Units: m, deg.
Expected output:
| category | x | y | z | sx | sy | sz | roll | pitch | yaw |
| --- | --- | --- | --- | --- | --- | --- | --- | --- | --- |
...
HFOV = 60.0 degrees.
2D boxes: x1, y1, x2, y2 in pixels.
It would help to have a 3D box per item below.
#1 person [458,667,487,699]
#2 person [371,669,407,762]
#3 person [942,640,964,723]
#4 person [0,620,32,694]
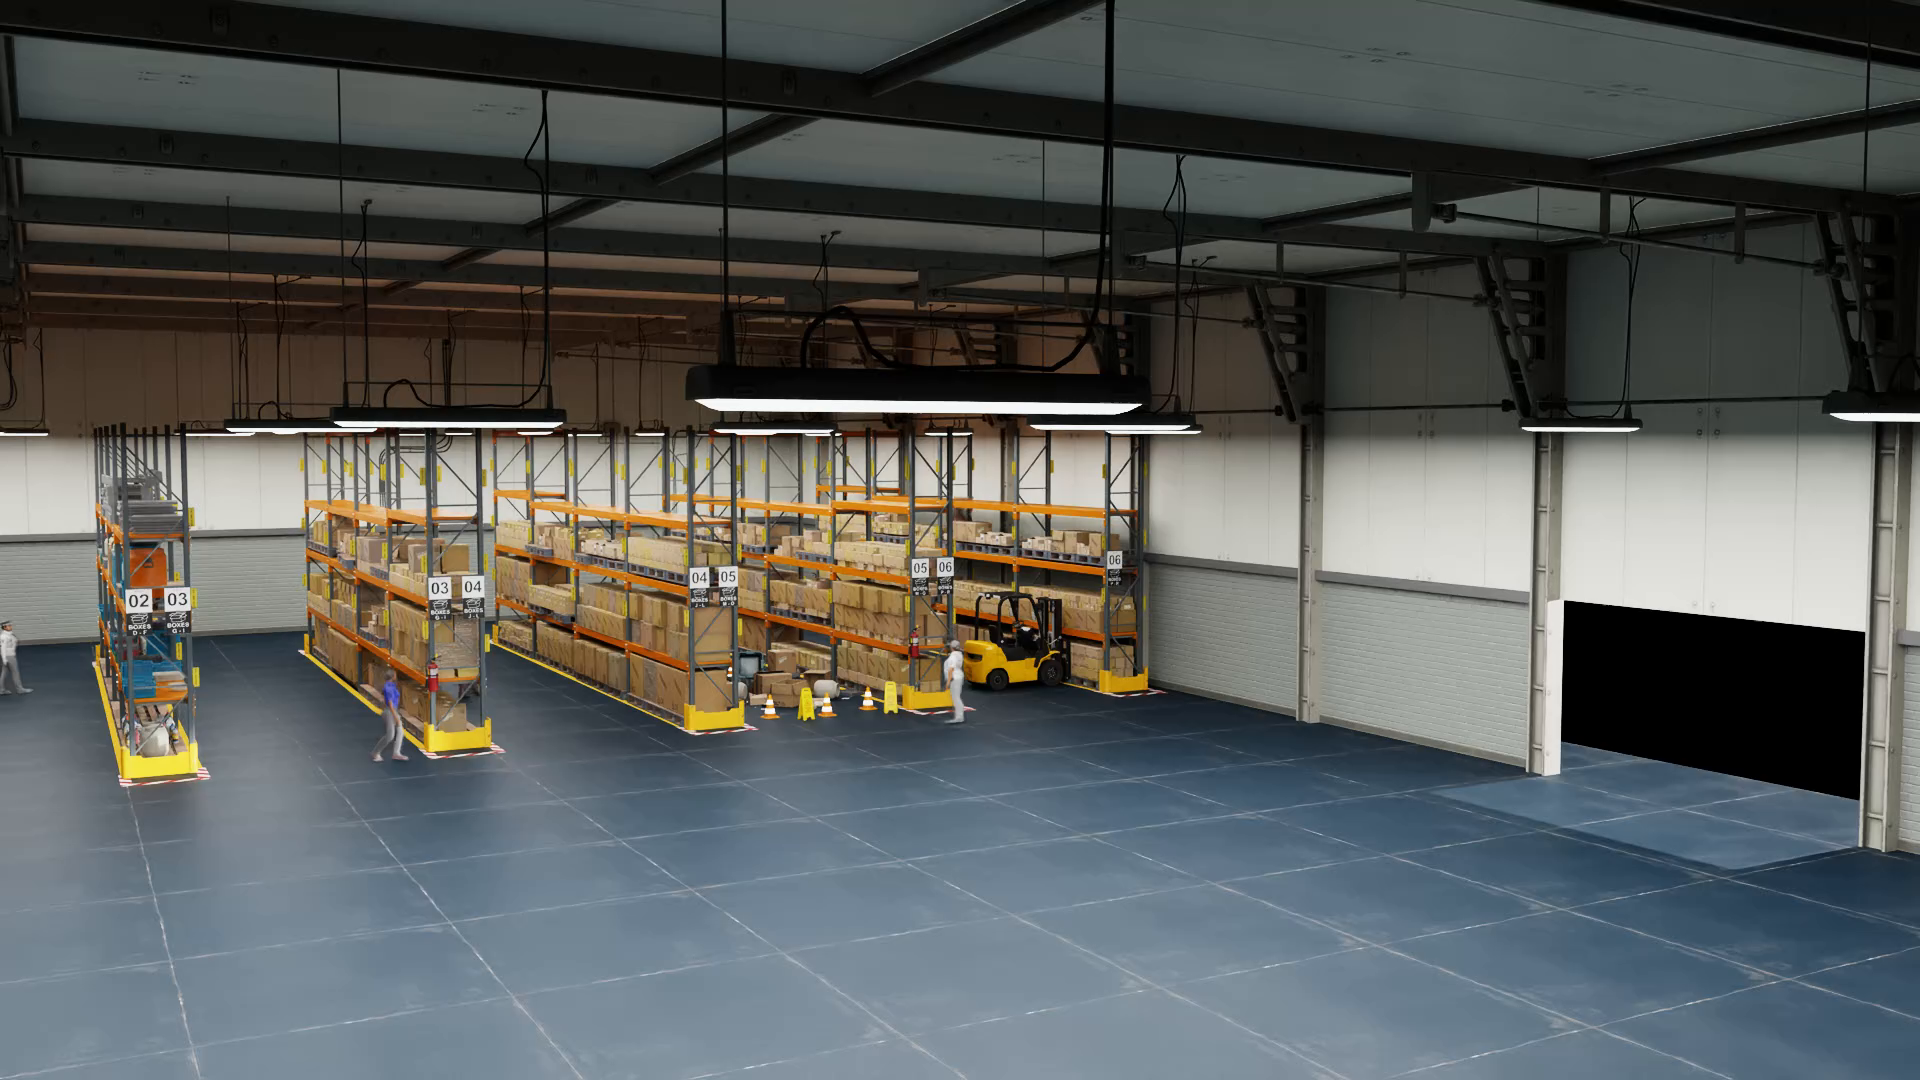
| category | x | y | z | sx | sy | sz | roll | pitch | yaw |
| --- | --- | --- | --- | --- | --- | --- | --- | --- | --- |
| person | -10.824 | 2.652 | 36.815 | 0.503 | 1.756 | 0.656 | 0 | 3 | 0 |
| person | -10.200 | 3.135 | 29.680 | 0.616 | 1.651 | 0.484 | 0 | 3 | -5 |
| person | -0.139 | 2.868 | 33.577 | 0.442 | 1.691 | 0.542 | 0 | 3 | 7 |
| person | -21.281 | 2.619 | 37.401 | 0.651 | 1.675 | 0.474 | -3 | 4 | -36 |
